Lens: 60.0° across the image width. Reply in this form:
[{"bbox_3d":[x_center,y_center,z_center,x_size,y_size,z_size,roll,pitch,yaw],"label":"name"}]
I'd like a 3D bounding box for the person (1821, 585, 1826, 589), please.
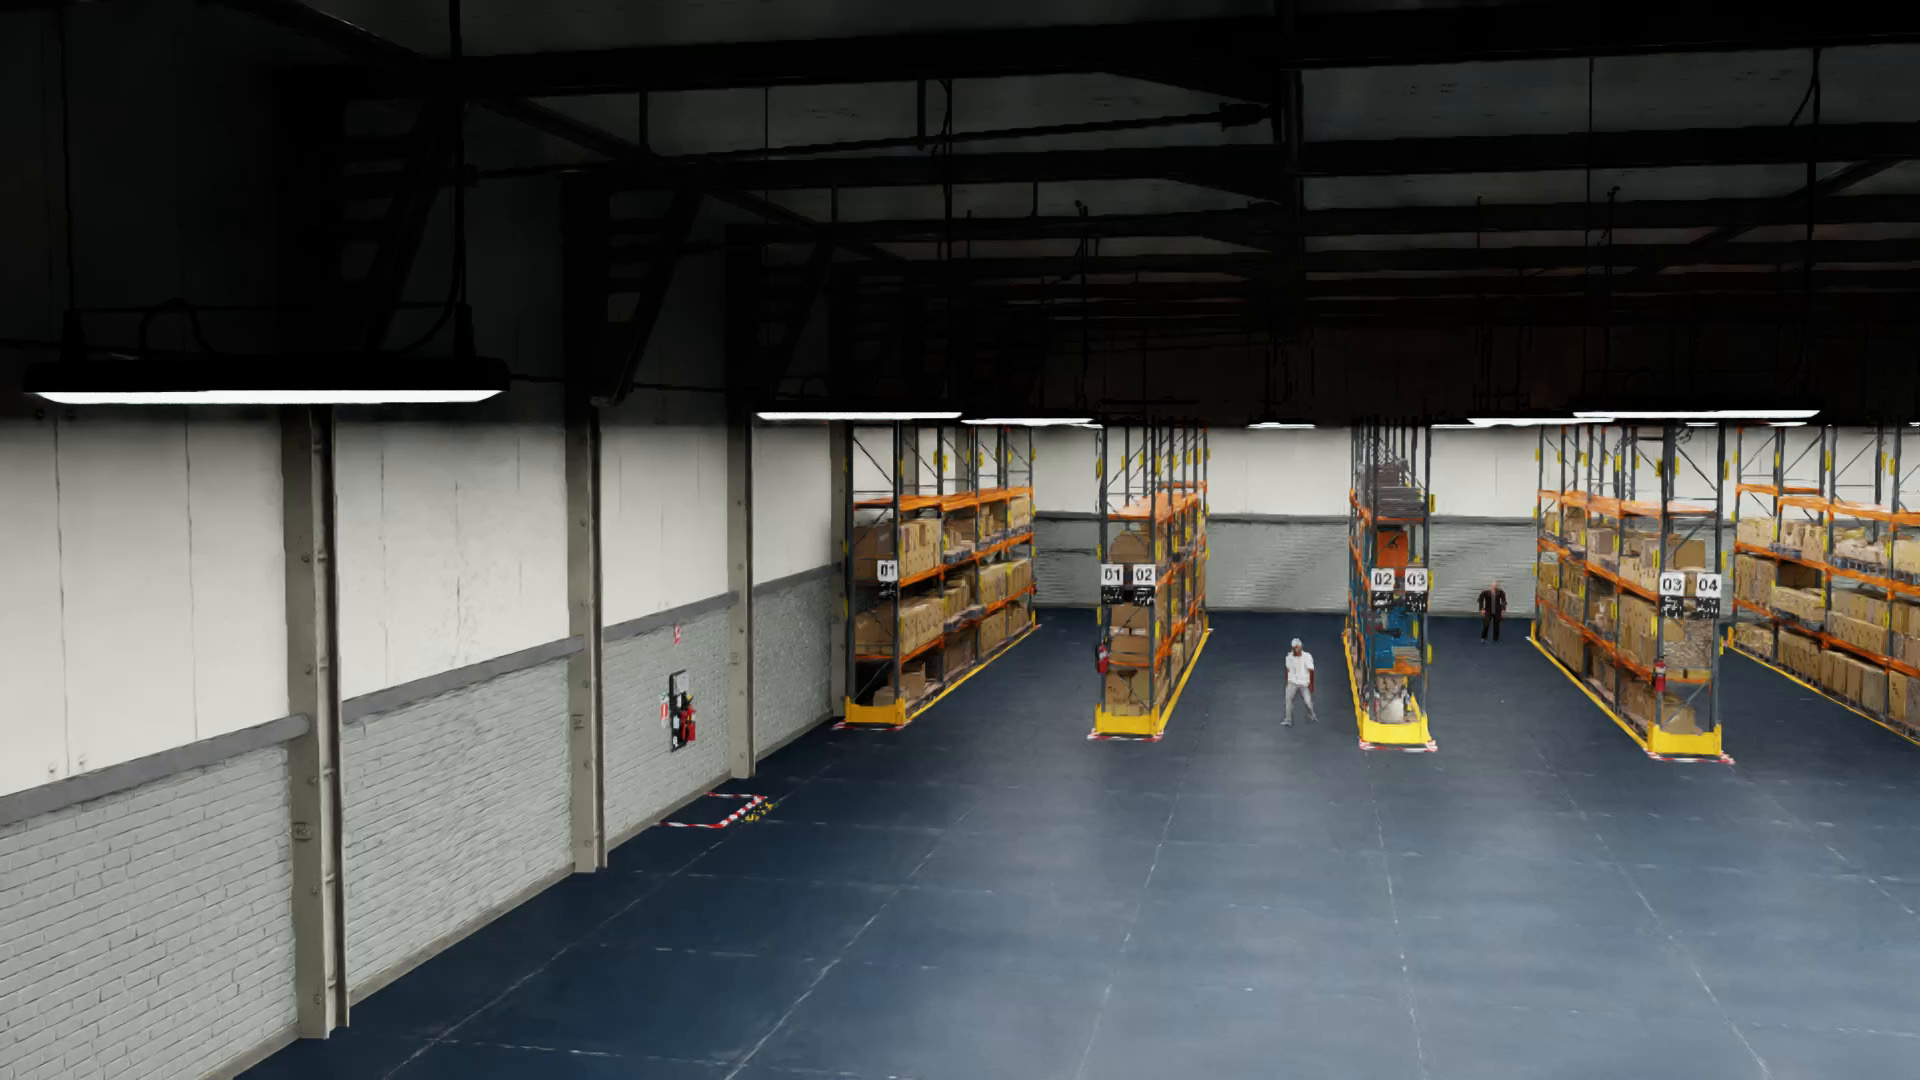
[{"bbox_3d":[22.544,1.978,43.540,0.549,1.663,0.586,3,5,36],"label":"person"}]

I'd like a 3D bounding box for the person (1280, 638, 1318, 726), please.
[{"bbox_3d":[6.568,2.733,32.157,0.616,1.712,0.970,2,4,32],"label":"person"}]

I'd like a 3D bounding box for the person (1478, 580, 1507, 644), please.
[{"bbox_3d":[14.194,1.908,44.372,0.724,1.733,0.546,1,4,10],"label":"person"}]
